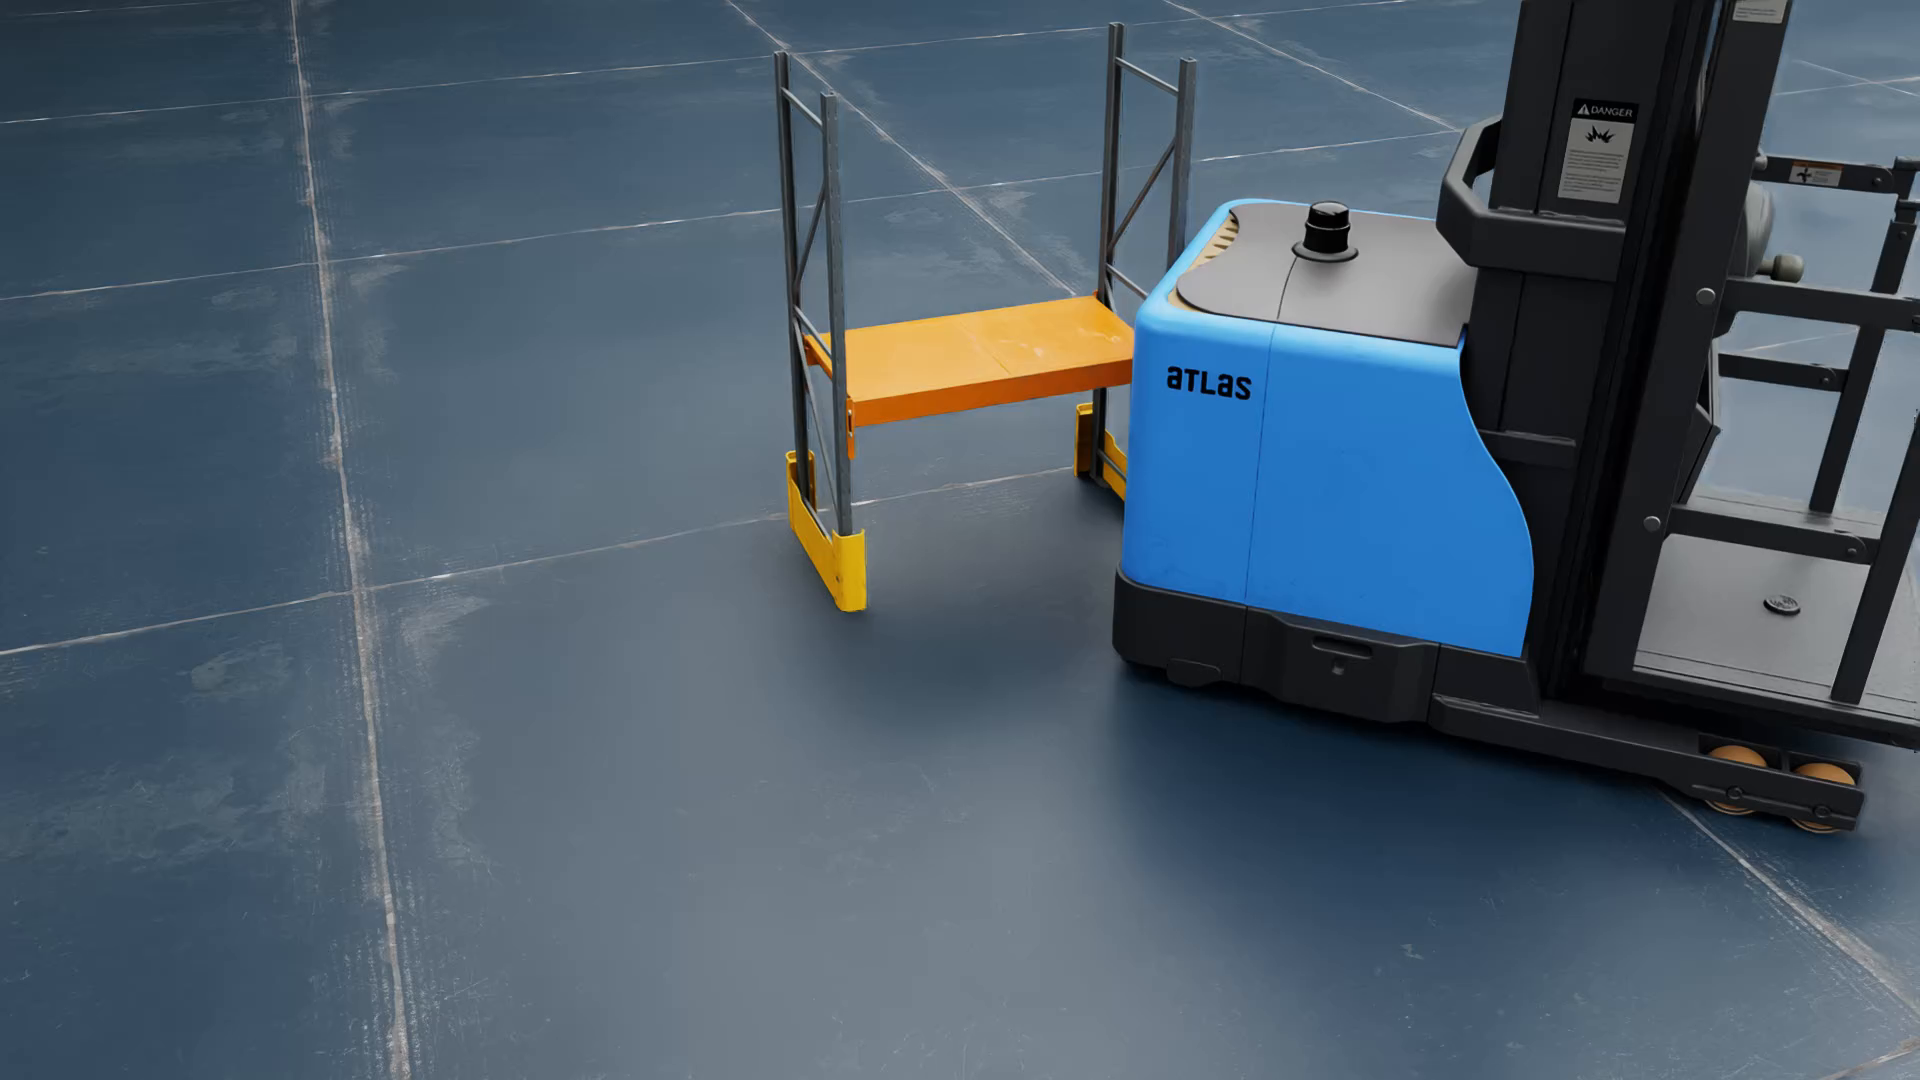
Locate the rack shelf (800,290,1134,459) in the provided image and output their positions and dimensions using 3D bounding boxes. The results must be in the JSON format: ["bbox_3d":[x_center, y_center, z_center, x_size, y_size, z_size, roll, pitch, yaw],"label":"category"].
[{"bbox_3d":[0.064,-0.512,4.998,1.000,0.185,0.538,-11,31,-18],"label":"rack shelf"}]

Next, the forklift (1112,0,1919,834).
[{"bbox_3d":[1.991,-0.865,3.807,3.031,2.935,1.130,11,31,18],"label":"forklift"}]

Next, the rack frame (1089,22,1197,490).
[{"bbox_3d":[0.540,-0.757,5.064,0.032,1.500,0.500,-11,31,-18],"label":"rack frame"}]

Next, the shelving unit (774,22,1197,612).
[{"bbox_3d":[0.056,-0.667,4.906,1.083,1.500,0.587,-11,31,-18],"label":"shelving unit"}]

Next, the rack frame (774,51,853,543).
[{"bbox_3d":[-0.412,-0.580,4.753,0.032,1.500,0.500,-11,31,-18],"label":"rack frame"}]

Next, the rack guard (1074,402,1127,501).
[{"bbox_3d":[0.522,-0.211,5.367,0.087,0.250,0.587,-11,31,-18],"label":"rack guard"}]

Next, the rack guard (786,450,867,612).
[{"bbox_3d":[-0.411,-0.038,5.063,0.087,0.250,0.587,-11,31,-18],"label":"rack guard"}]
